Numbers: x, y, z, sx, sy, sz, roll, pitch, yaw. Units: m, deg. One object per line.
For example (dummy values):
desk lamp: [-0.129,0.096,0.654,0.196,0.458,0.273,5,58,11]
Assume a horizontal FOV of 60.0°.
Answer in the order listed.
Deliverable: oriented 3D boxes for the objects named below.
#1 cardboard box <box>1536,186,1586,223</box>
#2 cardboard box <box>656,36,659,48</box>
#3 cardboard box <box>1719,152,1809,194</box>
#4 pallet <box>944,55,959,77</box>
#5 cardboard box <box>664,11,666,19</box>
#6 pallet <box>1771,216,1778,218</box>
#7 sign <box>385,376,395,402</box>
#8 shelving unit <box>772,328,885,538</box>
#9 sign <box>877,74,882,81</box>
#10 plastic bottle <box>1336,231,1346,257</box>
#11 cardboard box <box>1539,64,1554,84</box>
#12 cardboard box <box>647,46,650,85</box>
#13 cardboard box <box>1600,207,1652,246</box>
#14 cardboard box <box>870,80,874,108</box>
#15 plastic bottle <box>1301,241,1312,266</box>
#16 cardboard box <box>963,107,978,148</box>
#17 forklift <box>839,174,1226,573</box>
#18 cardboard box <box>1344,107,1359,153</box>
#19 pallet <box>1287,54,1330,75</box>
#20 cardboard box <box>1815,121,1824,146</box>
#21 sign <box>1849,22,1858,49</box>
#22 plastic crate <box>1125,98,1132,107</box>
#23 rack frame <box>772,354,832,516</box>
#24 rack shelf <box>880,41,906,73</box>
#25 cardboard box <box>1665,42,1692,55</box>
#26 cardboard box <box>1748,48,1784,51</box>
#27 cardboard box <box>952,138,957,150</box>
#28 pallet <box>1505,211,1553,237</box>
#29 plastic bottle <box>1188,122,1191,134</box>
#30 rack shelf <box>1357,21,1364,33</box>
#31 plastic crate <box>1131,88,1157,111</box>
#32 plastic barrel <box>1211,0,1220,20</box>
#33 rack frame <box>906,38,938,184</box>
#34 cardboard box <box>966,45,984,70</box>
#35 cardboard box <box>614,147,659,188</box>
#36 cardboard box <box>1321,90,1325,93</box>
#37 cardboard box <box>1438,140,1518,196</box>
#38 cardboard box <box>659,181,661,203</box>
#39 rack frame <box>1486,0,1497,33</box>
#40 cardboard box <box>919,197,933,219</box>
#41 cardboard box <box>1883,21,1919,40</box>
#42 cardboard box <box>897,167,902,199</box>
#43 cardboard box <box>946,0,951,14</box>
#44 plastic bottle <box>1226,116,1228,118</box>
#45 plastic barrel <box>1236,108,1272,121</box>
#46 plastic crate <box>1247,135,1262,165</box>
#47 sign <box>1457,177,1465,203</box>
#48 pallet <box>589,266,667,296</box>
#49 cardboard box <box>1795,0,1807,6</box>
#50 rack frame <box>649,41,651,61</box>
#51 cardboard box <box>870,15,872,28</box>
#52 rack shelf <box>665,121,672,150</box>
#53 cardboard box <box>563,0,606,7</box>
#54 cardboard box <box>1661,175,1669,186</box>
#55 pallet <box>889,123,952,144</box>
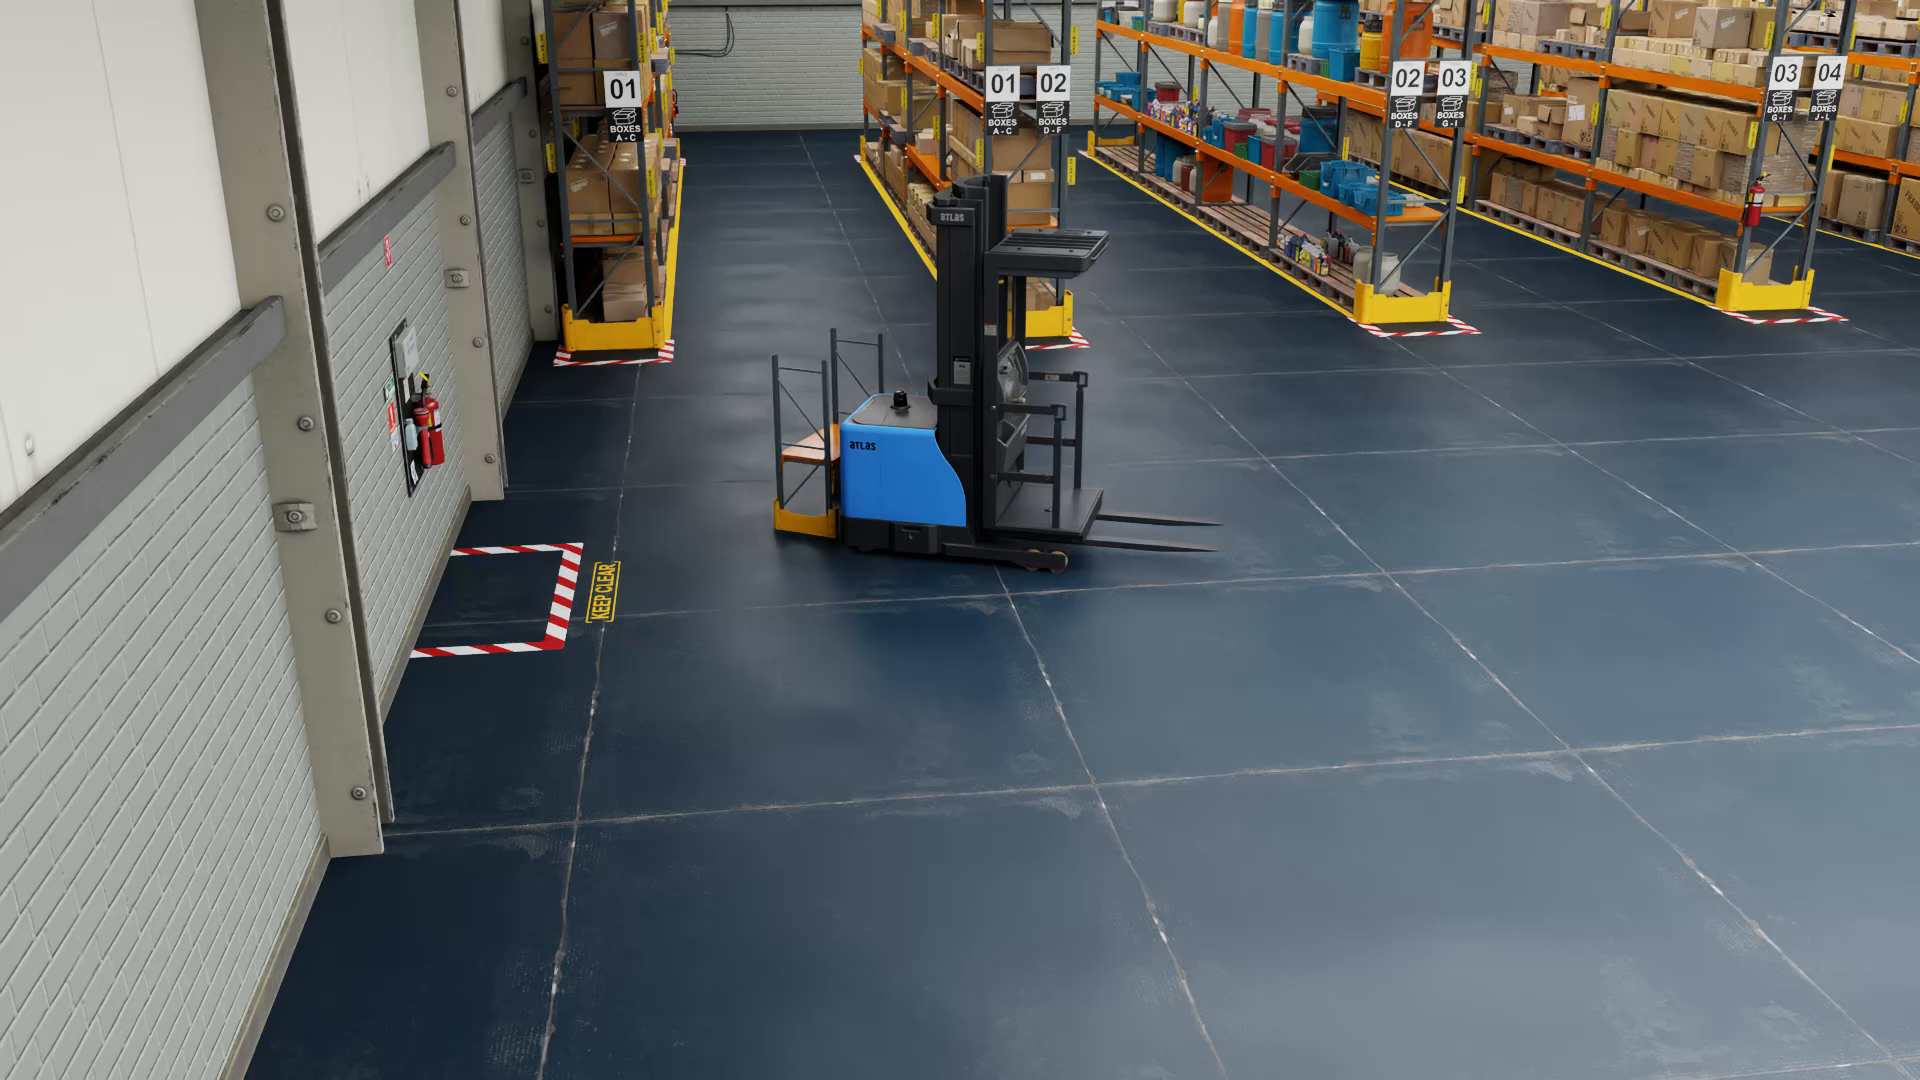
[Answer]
cardboard box: [9.810,-5.446,26.954,0.700,0.500,0.500,-5,21,-12]
cardboard box: [-4.902,-7.610,25.616,0.500,0.311,0.500,-3,21,-8]
cardboard box: [10.533,-4.830,21.794,0.875,0.500,0.500,-3,21,-8]
pallet: [0.353,-6.409,22.427,1.003,0.211,1.213,-3,21,-8]
cardboard box: [-5.748,-9.866,31.028,0.500,0.250,0.500,-3,21,-9]
pallet: [14.393,-5.854,29.089,1.003,0.211,1.213,-3,21,-8]
sign: [-3.908,-1.037,11.397,0.001,0.109,0.331,-3,21,-8]
shelving unit: [-1.081,-0.929,14.060,0.587,1.500,1.083,9,22,22]
sign: [-1.484,-8.484,30.908,0.100,0.325,0.005,-3,21,-8]
plastic bottle: [5.513,-4.278,24.040,0.144,0.351,0.185,-4,21,-10]
cardboard box: [12.992,-10.224,36.235,0.500,0.500,0.500,-2,21,-5]
cardboard box: [-4.202,-6.021,21.092,0.500,0.500,0.500,-4,21,-10]
cardboard box: [10.026,-4.723,25.046,0.500,0.500,0.500,-4,21,-9]
cardboard box: [-1.502,-8.848,32.977,0.500,0.500,0.500,-3,21,-7]
plastic bottle: [4.901,-4.040,23.402,0.144,0.351,0.185,-3,21,-8]
cardboard box: [0.421,-5.492,22.136,0.700,0.500,0.500,-3,21,-8]
forklift: [0.605,-1.322,13.066,3.031,2.935,1.130,5,21,13]
cardboard box: [8.581,-8.661,35.054,0.875,0.875,0.875,-3,21,-8]
pallet: [5.308,-6.659,23.242,1.213,0.211,1.003,-3,21,-8]
cardboard box: [14.370,-6.792,27.471,0.500,0.500,0.500,-3,21,-8]
sign: [11.122,-6.294,20.746,0.100,0.325,0.005,-3,21,-8]
plastic crate: [3.527,-8.631,32.844,0.437,0.125,0.590,-3,21,-8]
rack frame: [-1.288,-0.763,13.615,0.500,1.500,0.032,9,22,22]
rack shelf: [-0.660,-8.485,28.887,1.077,0.370,4.000,-3,21,-8]
cardboard box: [9.975,-6.781,22.943,0.380,0.149,0.250,-3,21,-9]
cardboard box: [10.674,-6.439,22.027,0.380,0.149,0.250,-3,21,-8]
cardboard box: [0.088,-5.500,23.085,0.380,0.149,0.250,-3,21,-7]
pallet: [9.715,-5.224,27.401,1.003,0.211,1.213,-3,21,-8]
plastic bottle: [4.004,-7.152,28.863,0.097,0.201,0.097,0,20,0]
rack shelf: [8.567,-10.368,33.929,1.077,0.370,4.000,-3,21,-8]
plastic crate: [3.549,-8.522,32.184,0.392,0.384,0.575,-3,21,-8]
plastic barrel: [4.451,-8.972,27.950,0.600,0.830,0.708,-3,21,-8]
rack frame: [-0.372,-6.724,27.432,1.000,3.000,0.127,-3,21,-8]
cardboard box: [0.354,-5.937,20.451,0.500,0.250,0.500,-3,21,-8]
cardboard box: [-4.107,-4.703,21.134,0.500,0.500,0.500,-2,21,-6]
cardboard box: [8.003,-9.735,35.852,0.380,0.149,0.250,-3,21,-7]
cardboard box: [9.353,-6.664,29.707,1.225,0.875,0.875,-4,21,-10]
cardboard box: [-4.177,-4.532,21.749,0.500,0.250,0.500,-3,21,-8]
rack frame: [9.432,-10.033,27.716,1.000,3.000,0.127,-3,21,-8]
cardboard box: [-0.357,-5.163,25.781,0.500,0.311,0.500,-3,21,-8]
cardboard box: [14.671,-7.868,25.678,0.500,0.250,0.500,-3,21,-7]
cardboard box: [-0.813,-6.250,29.107,0.500,0.500,0.500,-4,21,-10]
cardboard box: [0.050,-7.633,24.122,0.500,0.500,0.500,-1,21,-3]
plastic bottle: [4.671,-7.277,29.096,0.097,0.271,0.097,0,20,0]
plastic barrel: [4.897,-6.891,27.684,0.600,0.536,0.708,-3,21,-8]
plastic crate: [4.640,-5.946,25.373,0.392,0.384,0.575,-3,21,-8]
sign: [6.229,-4.359,20.703,0.100,0.325,0.005,-3,21,-8]
pallet: [-4.565,-3.551,22.921,1.003,0.211,1.213,-3,21,-8]
cardboard box: [18.251,-11.578,35.526,0.500,0.311,0.500,-3,21,-7]
rack frame: [-4.697,-7.898,22.002,1.000,3.000,0.127,-3,21,-8]
cardboard box: [-1.491,-10.118,32.448,0.500,0.250,0.500,-3,21,-8]
rack shelf: [-5.562,-6.828,28.739,1.077,0.370,4.000,-3,21,-8]
cardboard box: [-4.909,-6.834,21.838,0.500,0.500,0.500,-2,21,-7]
cardboard box: [10.052,-5.027,23.248,0.380,0.149,0.250,-3,21,-8]
pallet: [-0.539,-6.865,28.084,1.213,0.211,1.003,-3,21,-8]
